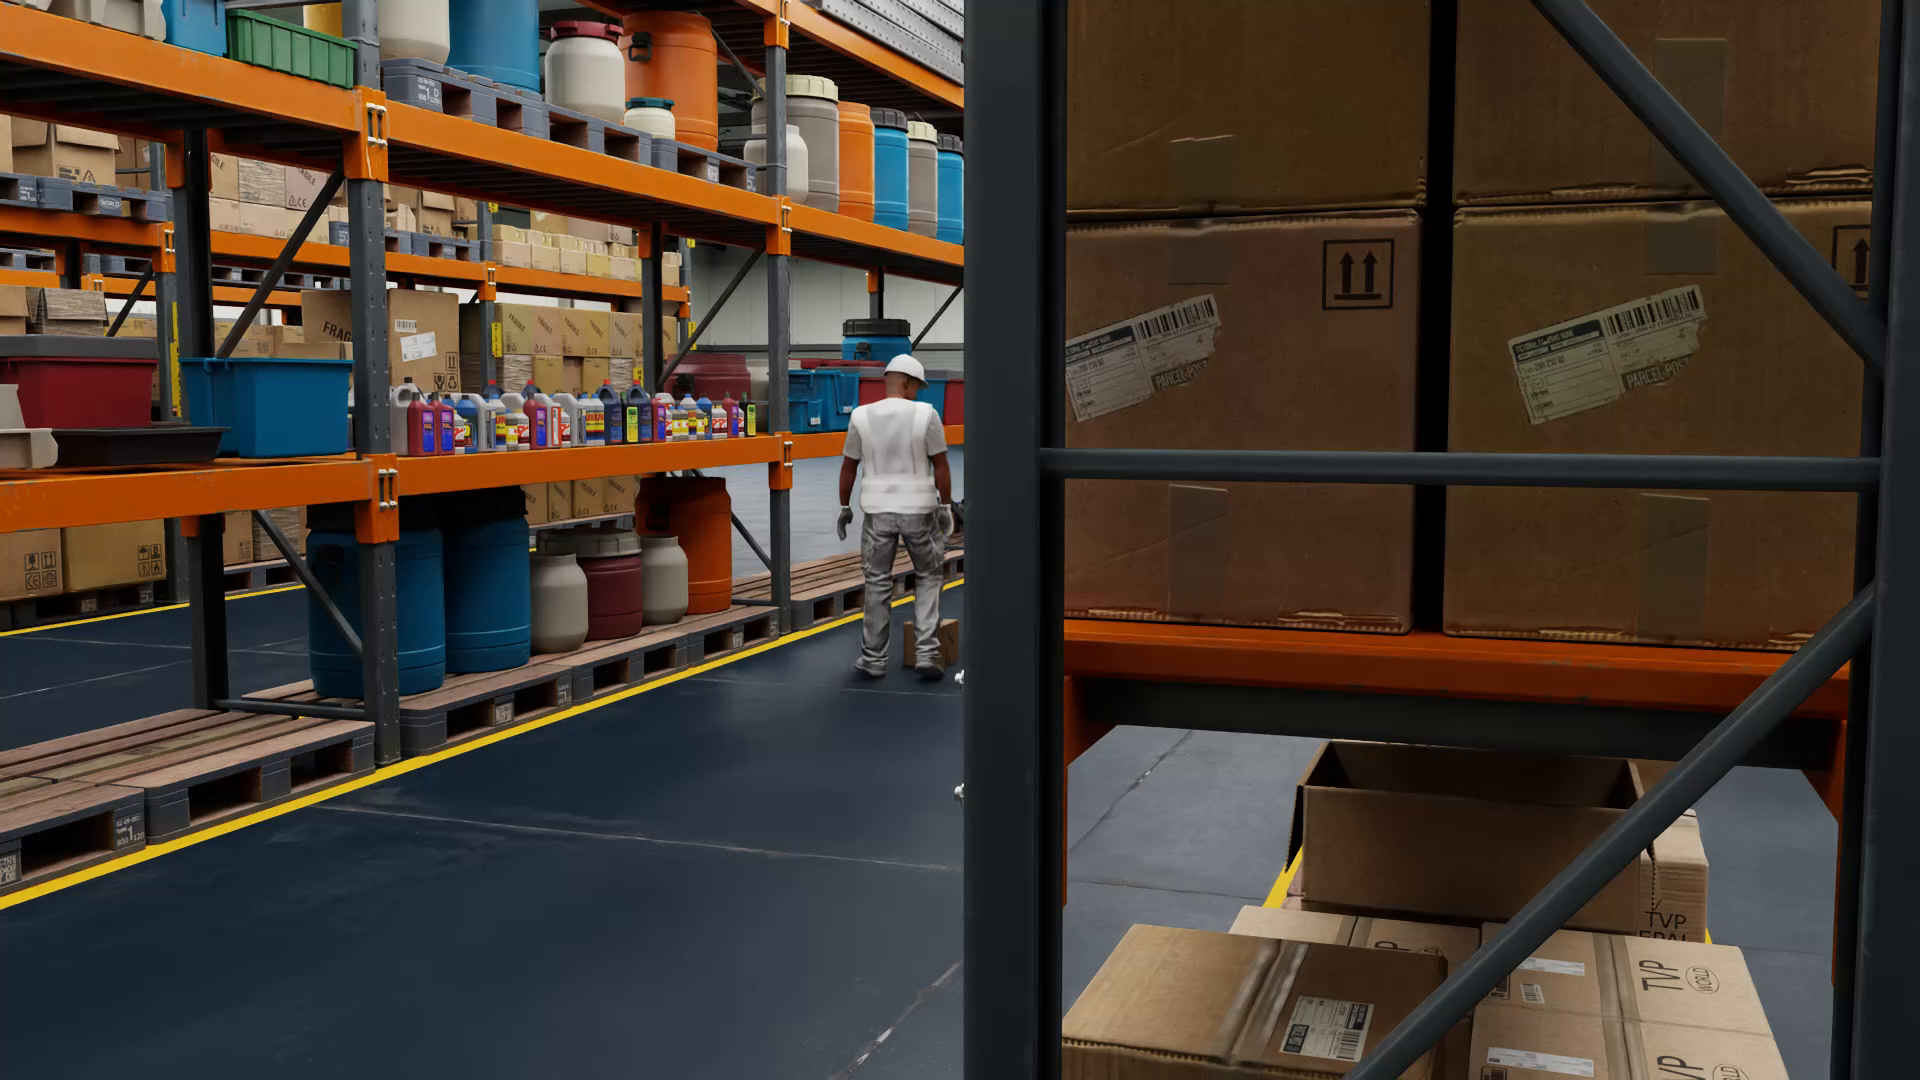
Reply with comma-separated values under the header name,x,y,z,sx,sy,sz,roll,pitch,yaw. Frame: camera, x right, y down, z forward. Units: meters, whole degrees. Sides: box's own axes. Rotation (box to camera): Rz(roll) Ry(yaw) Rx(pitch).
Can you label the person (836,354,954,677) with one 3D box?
name,x,y,z,sx,sy,sz,roll,pitch,yaw
person,-0.361,-0.127,9.193,0.666,1.792,0.396,0,5,3
